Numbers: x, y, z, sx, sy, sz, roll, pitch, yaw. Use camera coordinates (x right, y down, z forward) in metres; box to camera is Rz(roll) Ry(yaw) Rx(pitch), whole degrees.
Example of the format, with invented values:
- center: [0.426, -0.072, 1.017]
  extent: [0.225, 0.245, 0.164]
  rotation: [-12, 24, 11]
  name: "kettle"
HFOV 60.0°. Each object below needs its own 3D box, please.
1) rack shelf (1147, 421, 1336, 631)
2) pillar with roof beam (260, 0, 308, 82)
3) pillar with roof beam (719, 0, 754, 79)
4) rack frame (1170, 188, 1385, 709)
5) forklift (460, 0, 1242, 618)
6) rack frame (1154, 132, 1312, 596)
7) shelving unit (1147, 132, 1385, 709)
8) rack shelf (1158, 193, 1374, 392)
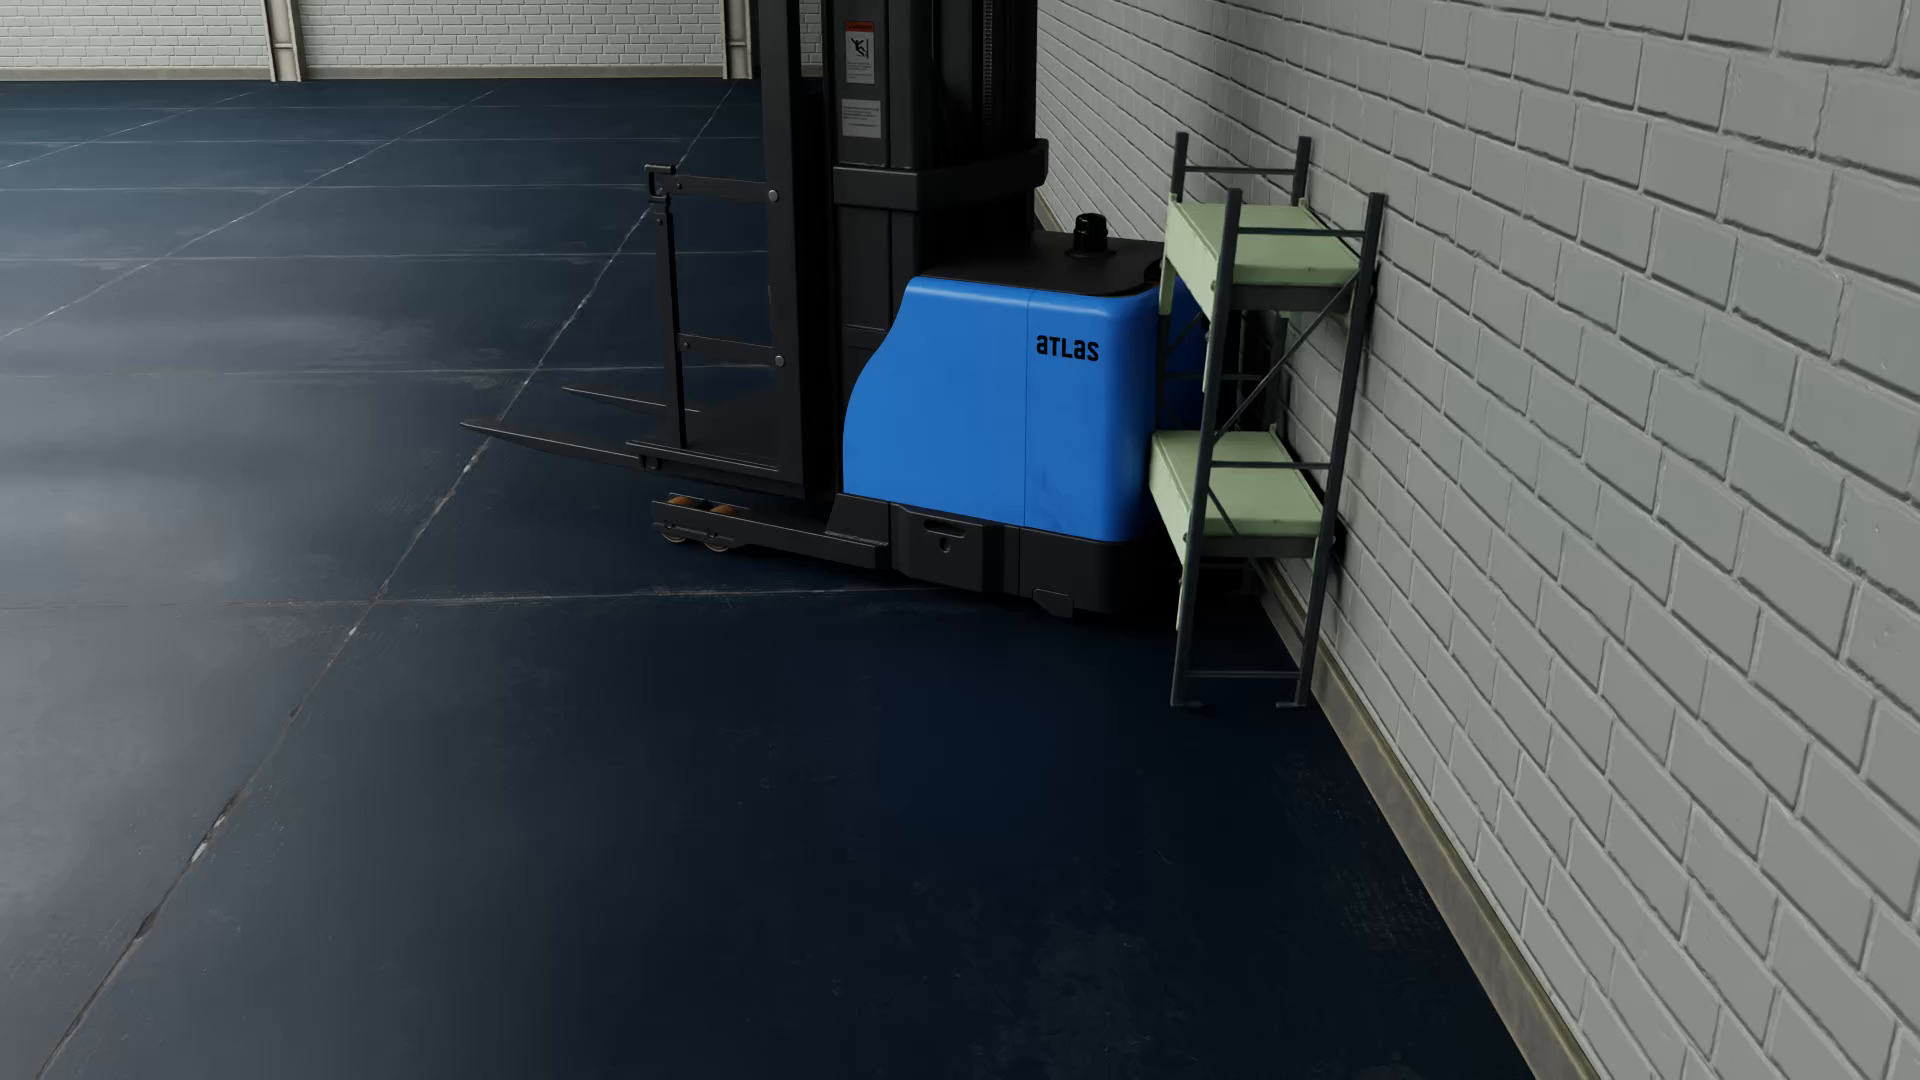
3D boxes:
- center: [0.806, -0.056, 4.983]
  extent: [0.431, 0.370, 0.720]
  rotation: [1, 25, -4]
  name: "rack shelf"
- center: [-8.760, -8.856, 16.735]
  extent: [0.400, 9.000, 9.100]
  rotation: [-1, 21, -3]
  name: "pillar with roof beam"
- center: [-2.770, -8.978, 17.055]
  extent: [0.400, 9.000, 9.100]
  rotation: [-1, 21, -3]
  name: "pillar with roof beam"
- center: [0.843, -0.200, 4.516]
  extent: [0.400, 1.500, 0.023]
  rotation: [1, 25, -4]
  name: "rack frame"
- center: [-0.545, -1.477, 5.882]
  extent: [3.031, 2.935, 1.130]
  rotation: [11, 24, 27]
  name: "forklift"
- center: [0.799, -0.505, 5.179]
  extent: [0.400, 1.500, 0.023]
  rotation: [1, 25, -4]
  name: "rack frame"
- center: [0.821, -0.352, 4.847]
  extent: [0.431, 1.500, 0.755]
  rotation: [1, 25, -4]
  name: "shelving unit"
- center: [0.838, -0.707, 4.686]
  extent: [0.431, 0.370, 0.720]
  rotation: [1, 25, -4]
  name: "rack shelf"
